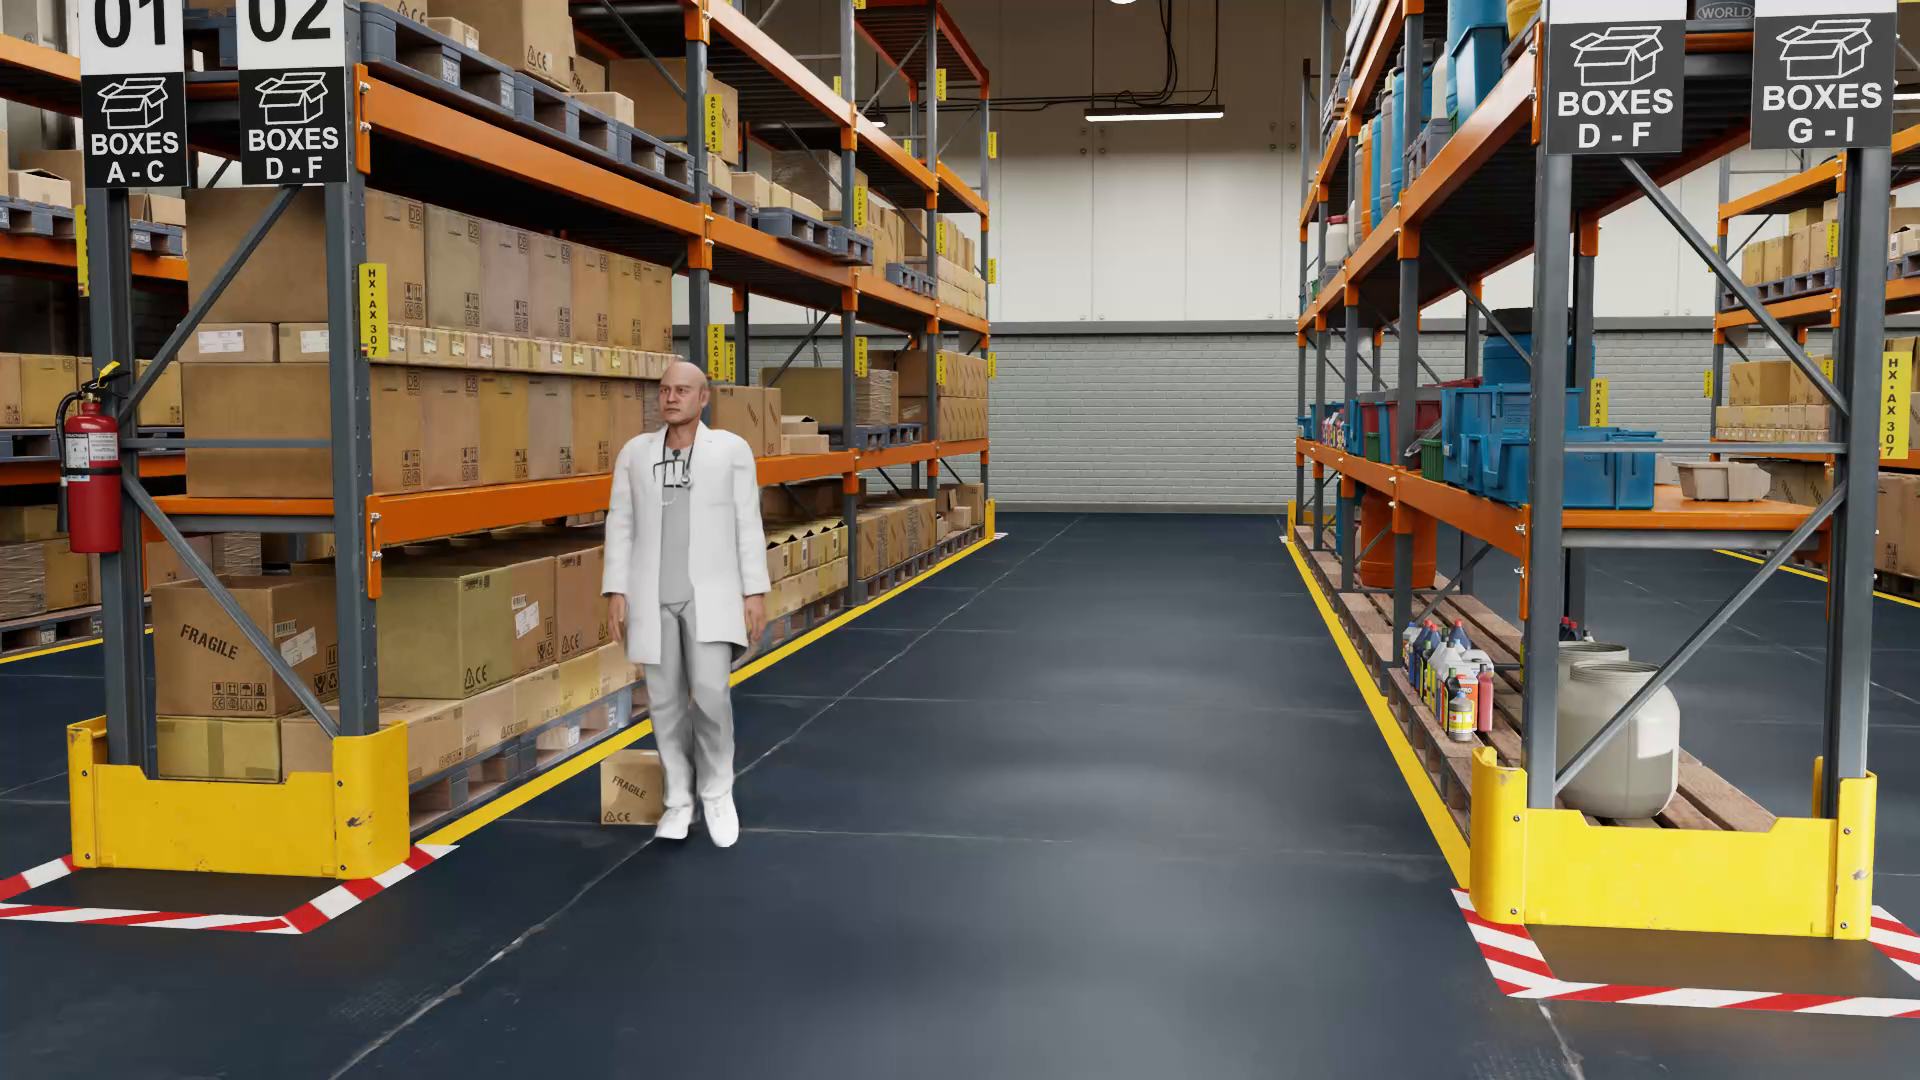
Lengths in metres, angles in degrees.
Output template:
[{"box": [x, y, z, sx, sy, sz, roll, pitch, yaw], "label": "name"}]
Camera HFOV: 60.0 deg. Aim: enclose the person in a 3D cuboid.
[{"box": [-1.032, 0.243, 6.181, 0.620, 1.810, 0.484, 0, 4, 6], "label": "person"}]
